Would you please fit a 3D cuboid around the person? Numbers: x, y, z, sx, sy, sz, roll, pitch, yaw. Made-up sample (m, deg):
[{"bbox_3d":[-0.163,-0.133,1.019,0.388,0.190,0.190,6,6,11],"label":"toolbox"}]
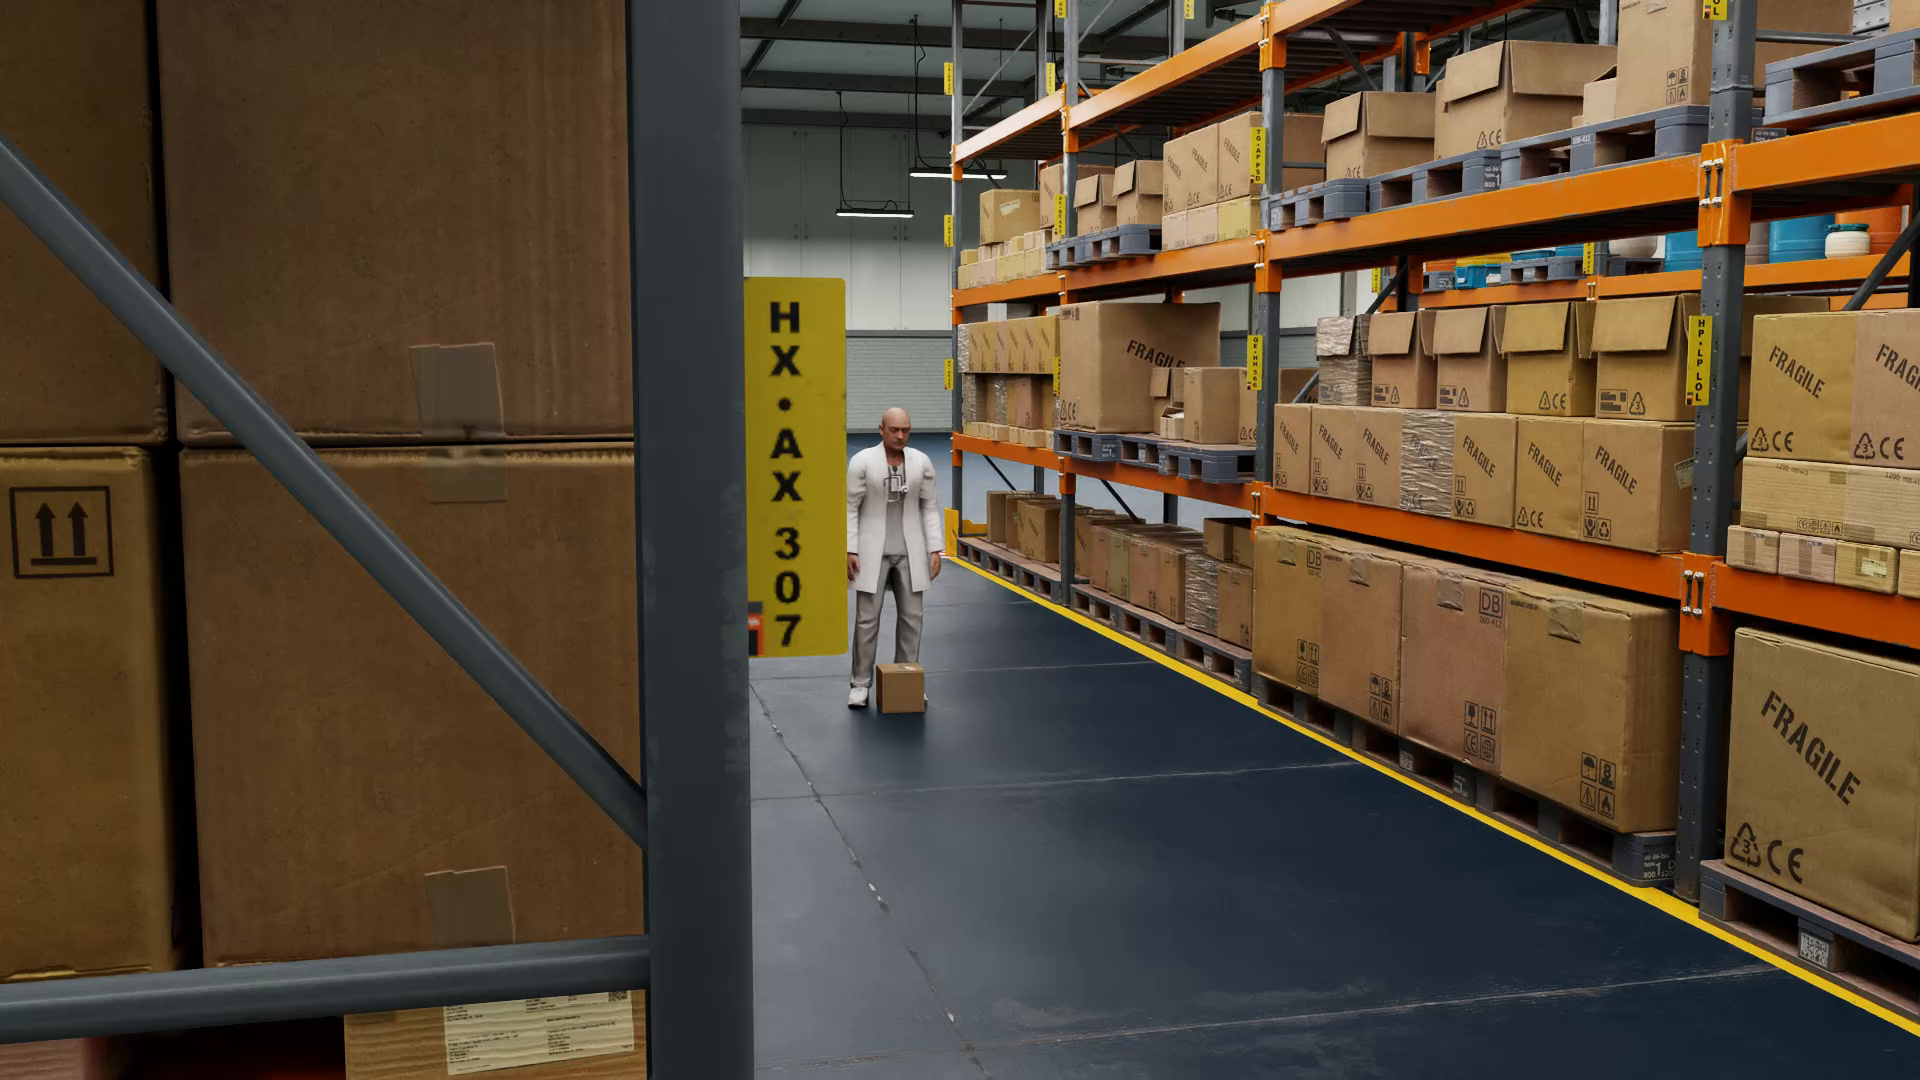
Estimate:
[{"bbox_3d":[-0.411,0.092,10.000,0.656,1.774,0.417,-2,6,-16],"label":"person"}]
